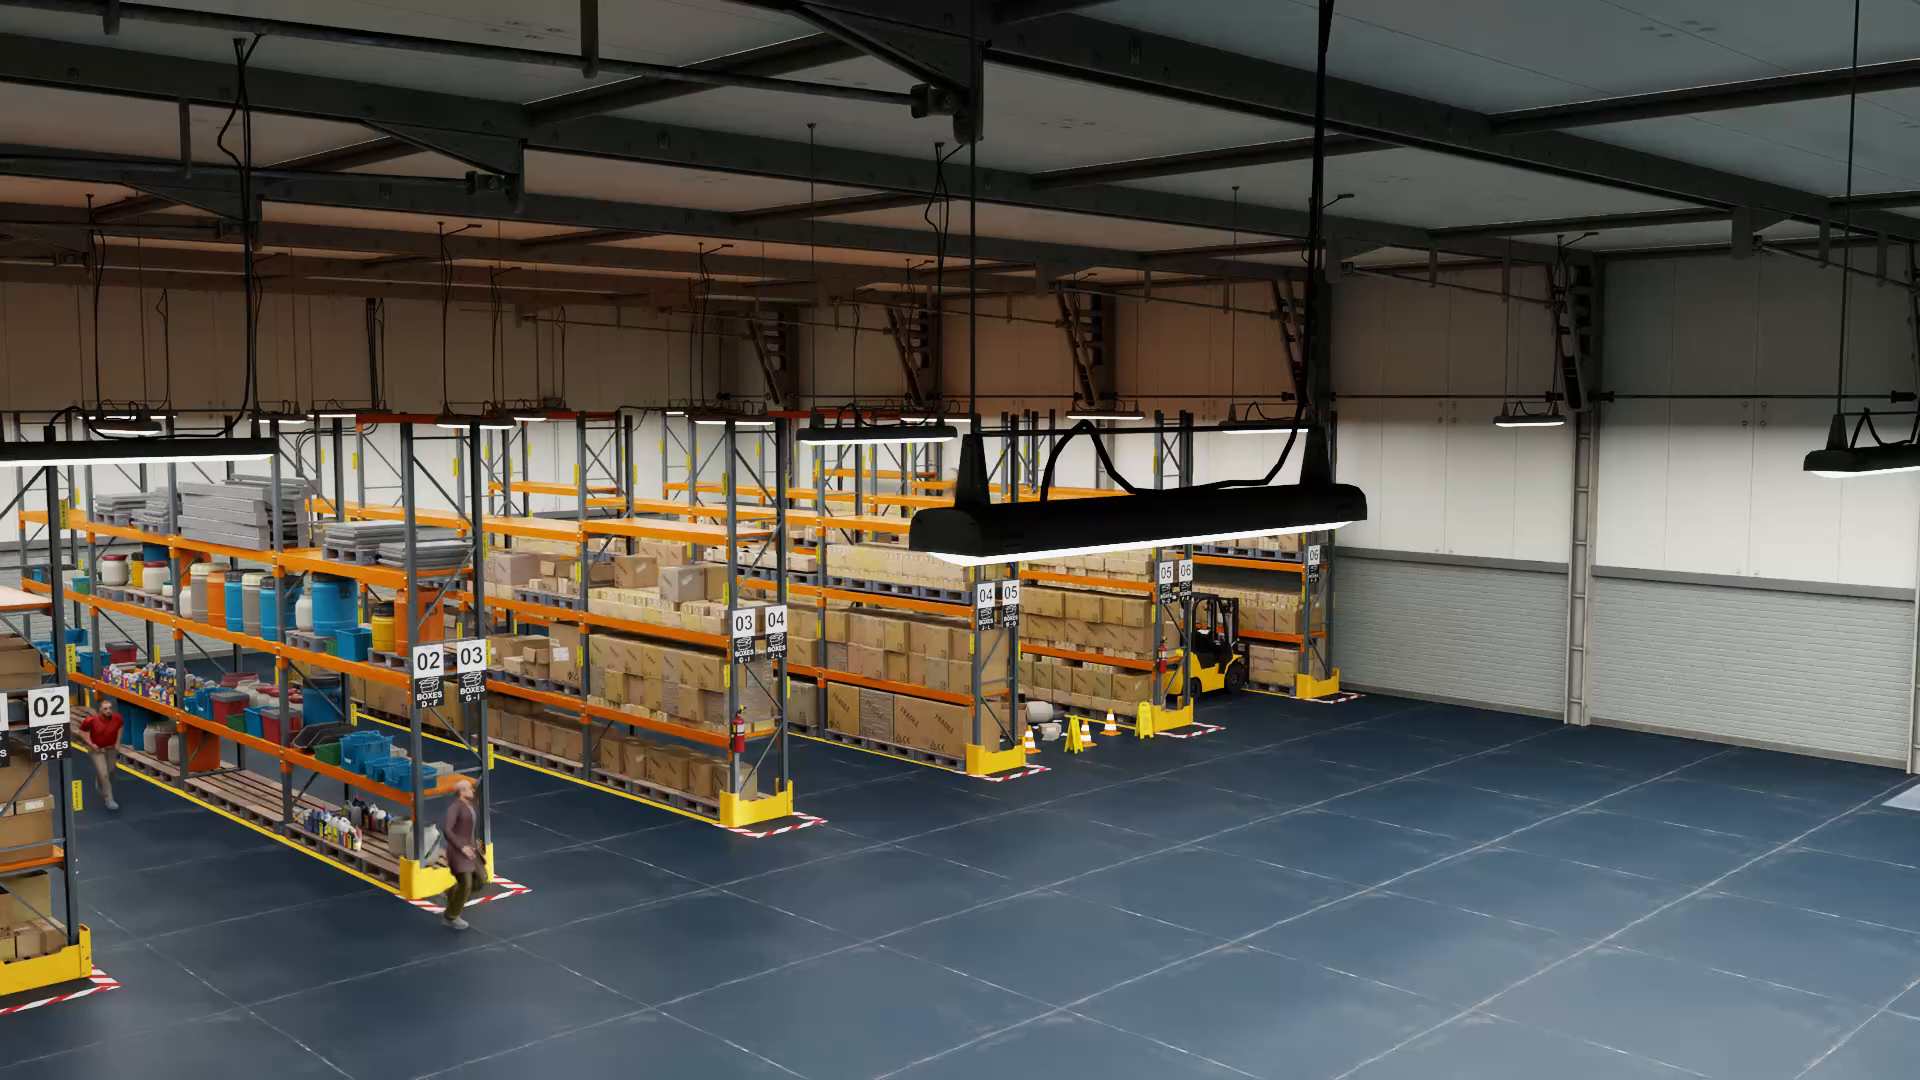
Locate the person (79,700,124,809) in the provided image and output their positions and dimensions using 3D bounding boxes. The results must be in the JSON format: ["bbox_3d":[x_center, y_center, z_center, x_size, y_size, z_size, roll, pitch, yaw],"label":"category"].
[{"bbox_3d":[-13.304,3.278,25.761,0.649,1.685,0.911,-4,7,-41],"label":"person"}]

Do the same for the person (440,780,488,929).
[{"bbox_3d":[-5.950,3.749,19.996,0.531,1.708,0.767,1,5,8],"label":"person"}]
